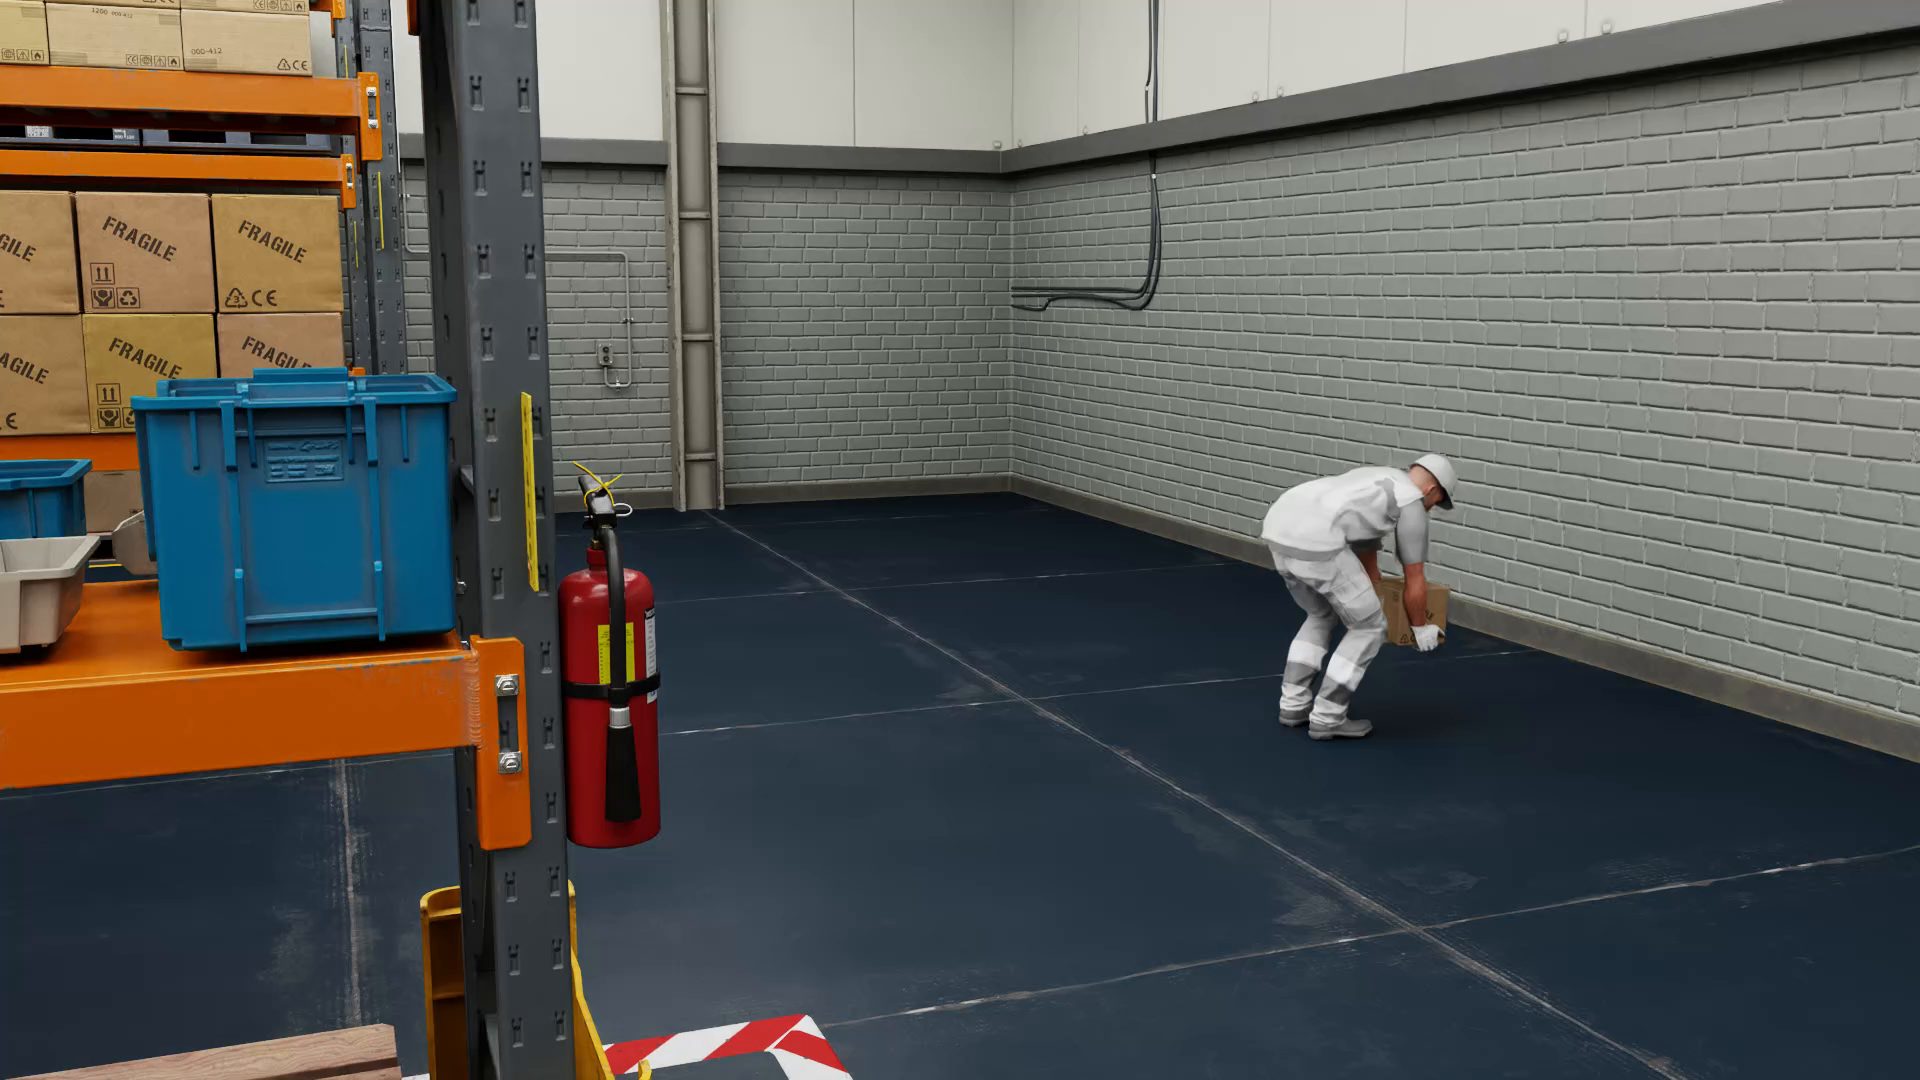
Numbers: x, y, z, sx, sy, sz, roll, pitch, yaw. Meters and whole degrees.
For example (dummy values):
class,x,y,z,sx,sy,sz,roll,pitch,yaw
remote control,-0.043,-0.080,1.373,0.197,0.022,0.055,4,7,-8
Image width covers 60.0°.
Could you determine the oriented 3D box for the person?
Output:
class,x,y,z,sx,sy,sz,roll,pitch,yaw
person,1.763,0.230,7.264,0.943,1.182,0.517,-4,10,-23
